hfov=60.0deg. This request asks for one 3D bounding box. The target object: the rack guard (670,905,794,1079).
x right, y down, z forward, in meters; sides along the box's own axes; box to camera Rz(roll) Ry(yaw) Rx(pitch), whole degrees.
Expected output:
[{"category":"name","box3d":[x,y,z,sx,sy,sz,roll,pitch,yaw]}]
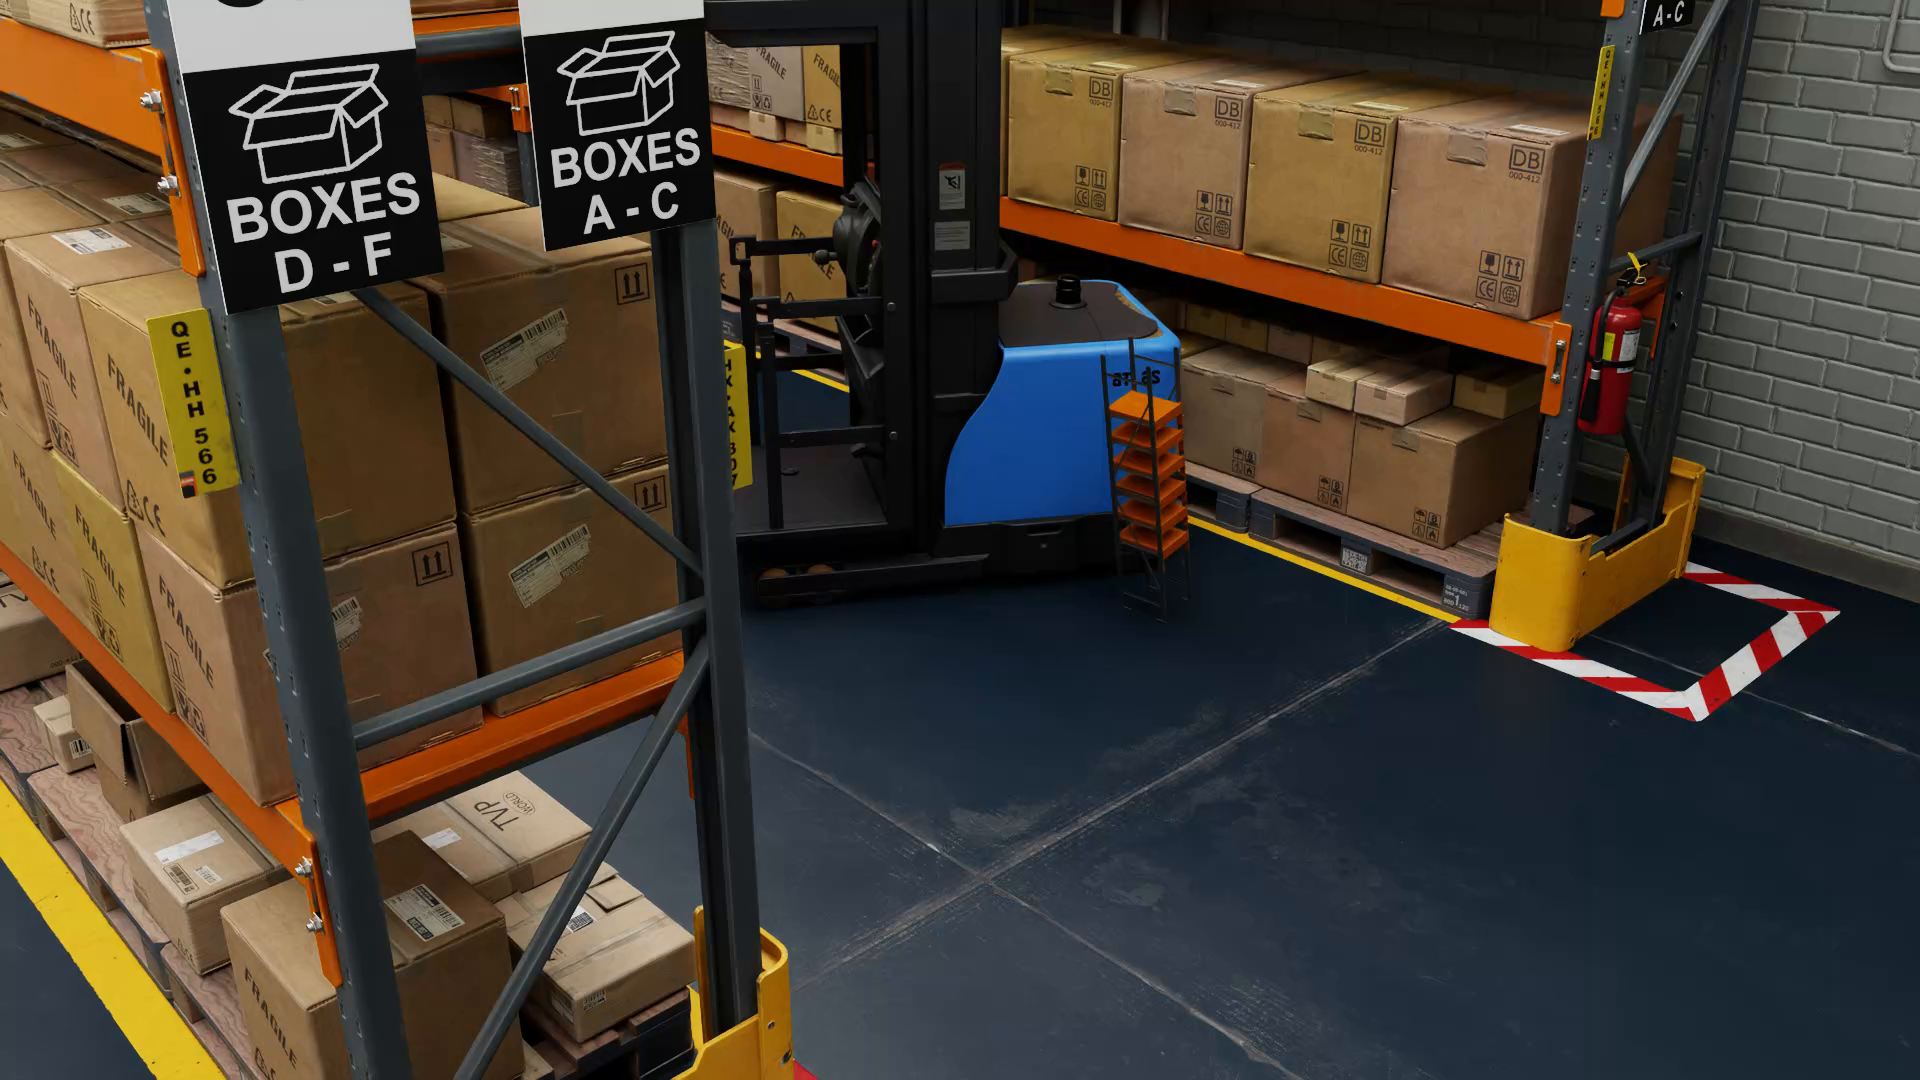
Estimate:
[{"category":"rack guard","box3d":[-0.955,1.400,4.079,1.175,0.500,0.348,-21,32,-38]}]

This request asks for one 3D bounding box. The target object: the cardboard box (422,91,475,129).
[{"category":"cardboard box","box3d":[-3.987,-3.497,13.379,0.500,0.250,0.500,-21,32,-39]}]

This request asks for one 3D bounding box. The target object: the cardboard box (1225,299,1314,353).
[{"category":"cardboard box","box3d":[1.523,-1.056,8.175,0.380,0.149,0.250,-21,32,-38]}]

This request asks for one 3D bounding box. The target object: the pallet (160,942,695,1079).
[{"category":"pallet","box3d":[-1.500,1.290,4.668,1.003,0.211,1.213,-21,32,-38]}]

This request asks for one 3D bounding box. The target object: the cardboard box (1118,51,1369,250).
[{"category":"cardboard box","box3d":[1.335,-1.860,7.851,0.700,0.700,0.980,22,32,39]}]

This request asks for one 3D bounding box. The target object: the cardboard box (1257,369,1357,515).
[{"category":"cardboard box","box3d":[1.817,-0.510,7.759,0.700,0.500,0.500,-21,32,-39]}]

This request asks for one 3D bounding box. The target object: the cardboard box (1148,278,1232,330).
[{"category":"cardboard box","box3d":[1.173,-1.211,8.514,0.380,0.149,0.250,-21,32,-38]}]

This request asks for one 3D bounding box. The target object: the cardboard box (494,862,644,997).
[{"category":"cardboard box","box3d":[-1.109,1.074,4.664,0.380,0.166,0.250,-21,32,-38]}]

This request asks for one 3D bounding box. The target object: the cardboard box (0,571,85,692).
[{"category":"cardboard box","box3d":[-3.508,0.285,6.220,0.500,0.311,0.500,-21,32,-38]}]

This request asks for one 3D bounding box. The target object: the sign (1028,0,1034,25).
[{"category":"sign","box3d":[0.381,-2.920,9.399,0.100,0.325,0.005,-21,32,-38]}]

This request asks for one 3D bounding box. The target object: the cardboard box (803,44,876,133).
[{"category":"cardboard box","box3d":[-0.523,-2.591,9.312,0.500,0.500,0.500,-22,32,-39]}]

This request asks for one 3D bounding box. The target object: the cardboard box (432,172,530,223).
[{"category":"cardboard box","box3d":[-1.377,-0.580,4.083,0.500,0.500,0.500,-21,32,-38]}]

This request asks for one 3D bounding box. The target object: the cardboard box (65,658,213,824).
[{"category":"cardboard box","box3d":[-2.349,0.577,5.349,0.797,0.503,0.637,-21,32,-38]}]

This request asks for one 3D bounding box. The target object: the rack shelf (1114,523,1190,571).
[{"category":"rack shelf","box3d":[0.802,0.010,6.938,0.258,0.103,0.180,20,42,37]}]

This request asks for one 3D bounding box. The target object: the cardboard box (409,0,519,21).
[{"category":"cardboard box","box3d":[-1.068,-1.239,3.418,0.500,0.250,0.500,-21,32,-38]}]

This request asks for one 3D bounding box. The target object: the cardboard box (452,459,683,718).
[{"category":"cardboard box","box3d":[-1.014,0.031,3.948,0.500,0.500,0.500,-20,32,-37]}]

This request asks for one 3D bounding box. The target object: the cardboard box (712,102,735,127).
[{"category":"cardboard box","box3d":[-1.298,-2.647,10.217,0.380,0.149,0.250,-22,33,-40]}]

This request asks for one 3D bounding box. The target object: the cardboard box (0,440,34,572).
[{"category":"cardboard box","box3d":[-2.446,-0.280,4.629,0.500,0.500,0.500,-22,32,-39]}]

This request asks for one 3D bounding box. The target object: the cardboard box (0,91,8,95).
[{"category":"cardboard box","box3d":[-3.102,-1.347,5.763,0.500,0.500,0.500,-21,32,-38]}]

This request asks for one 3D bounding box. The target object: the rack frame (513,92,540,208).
[{"category":"rack frame","box3d":[-2.757,-3.544,11.906,1.000,3.000,0.127,-21,32,-38]}]

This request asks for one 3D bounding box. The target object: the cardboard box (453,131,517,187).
[{"category":"cardboard box","box3d":[-3.555,-3.000,13.193,0.700,0.500,0.500,-21,32,-39]}]

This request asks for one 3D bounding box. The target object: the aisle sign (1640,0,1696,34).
[{"category":"aisle sign","box3d":[2.541,-2.197,5.819,0.394,0.787,0.004,-21,32,-38]}]

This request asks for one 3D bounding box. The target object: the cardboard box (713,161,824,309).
[{"category":"cardboard box","box3d":[-1.172,-1.974,10.547,0.750,0.750,0.750,-20,31,-37]}]

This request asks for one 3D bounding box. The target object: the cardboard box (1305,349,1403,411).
[{"category":"cardboard box","box3d":[1.763,-0.718,7.434,0.380,0.149,0.250,-20,31,-37]}]

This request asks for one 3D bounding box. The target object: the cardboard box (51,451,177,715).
[{"category":"cardboard box","box3d":[-1.765,0.026,3.960,0.500,0.500,0.500,-21,32,-38]}]

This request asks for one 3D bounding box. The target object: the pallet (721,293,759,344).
[{"category":"pallet","box3d":[-1.444,-1.646,11.104,1.003,0.211,1.213,-21,32,-38]}]

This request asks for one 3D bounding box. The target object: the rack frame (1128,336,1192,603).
[{"category":"rack frame","box3d":[0.828,-0.272,6.843,0.240,1.200,0.006,20,42,37]}]

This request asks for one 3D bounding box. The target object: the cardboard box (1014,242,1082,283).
[{"category":"cardboard box","box3d":[0.459,-1.526,9.206,0.380,0.149,0.250,-21,32,-39]}]

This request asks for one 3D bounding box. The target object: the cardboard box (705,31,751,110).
[{"category":"cardboard box","box3d":[-1.216,-2.897,9.984,0.500,0.500,0.500,-21,32,-38]}]

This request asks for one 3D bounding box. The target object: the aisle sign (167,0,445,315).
[{"category":"aisle sign","box3d":[-1.080,-0.790,2.734,0.394,0.787,0.004,-21,32,-38]}]

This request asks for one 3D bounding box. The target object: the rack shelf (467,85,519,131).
[{"category":"rack shelf","box3d":[-4.124,-3.823,13.383,1.077,0.370,4.000,-21,32,-38]}]

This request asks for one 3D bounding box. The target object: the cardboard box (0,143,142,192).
[{"category":"cardboard box","box3d":[-2.463,-0.736,4.424,0.500,0.500,0.500,-20,31,-37]}]

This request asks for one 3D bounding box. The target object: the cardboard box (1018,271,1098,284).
[{"category":"cardboard box","box3d":[0.514,-1.270,8.645,0.380,0.149,0.250,-20,31,-37]}]

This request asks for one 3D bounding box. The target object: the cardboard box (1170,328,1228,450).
[{"category":"cardboard box","box3d":[1.103,-0.821,8.442,0.700,0.500,0.500,-20,31,-37]}]

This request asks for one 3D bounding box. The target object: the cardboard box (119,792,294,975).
[{"category":"cardboard box","box3d":[-2.082,0.945,4.847,0.500,0.250,0.500,-21,32,-38]}]

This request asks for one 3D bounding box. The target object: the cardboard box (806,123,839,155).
[{"category":"cardboard box","box3d":[-0.651,-2.319,9.498,0.380,0.149,0.250,-21,32,-38]}]

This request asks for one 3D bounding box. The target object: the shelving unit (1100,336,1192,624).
[{"category":"shelving unit","box3d":[0.768,-0.230,6.788,0.258,1.200,0.189,20,42,37]}]

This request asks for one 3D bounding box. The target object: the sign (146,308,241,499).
[{"category":"sign","box3d":[-1.322,-0.234,2.872,0.100,0.325,0.005,-21,32,-38]}]

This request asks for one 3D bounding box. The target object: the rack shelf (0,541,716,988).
[{"category":"rack shelf","box3d":[-2.270,0.007,4.987,1.077,0.370,4.000,-21,32,-38]}]

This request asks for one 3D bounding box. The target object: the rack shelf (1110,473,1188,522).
[{"category":"rack shelf","box3d":[0.773,-0.192,6.812,0.258,0.103,0.180,20,42,37]}]

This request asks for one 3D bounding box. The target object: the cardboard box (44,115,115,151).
[{"category":"cardboard box","box3d":[-2.406,-1.040,5.090,0.500,0.500,0.500,-21,32,-38]}]

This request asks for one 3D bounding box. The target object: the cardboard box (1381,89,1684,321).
[{"category":"cardboard box","box3d":[2.355,-1.409,6.863,0.980,0.700,0.700,-20,31,-36]}]

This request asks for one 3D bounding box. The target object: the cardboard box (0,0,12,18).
[{"category":"cardboard box","box3d":[-1.780,-1.246,3.434,0.500,0.250,0.500,-21,32,-38]}]

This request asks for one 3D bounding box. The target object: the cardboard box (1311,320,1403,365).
[{"category":"cardboard box","box3d":[1.873,-0.901,7.836,0.380,0.149,0.250,-21,32,-38]}]

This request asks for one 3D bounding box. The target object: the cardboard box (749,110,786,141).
[{"category":"cardboard box","box3d":[-1.019,-2.474,9.837,0.380,0.149,0.250,-21,32,-38]}]

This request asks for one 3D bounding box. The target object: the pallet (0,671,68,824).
[{"category":"pallet","box3d":[-3.168,0.551,6.288,1.003,0.211,1.213,-21,32,-38]}]

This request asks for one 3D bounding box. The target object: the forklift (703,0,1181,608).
[{"category":"forklift","box3d":[-0.613,-1.280,7.025,3.031,2.935,1.130,-5,25,-11]}]

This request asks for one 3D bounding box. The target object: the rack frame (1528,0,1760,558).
[{"category":"rack frame","box3d":[2.710,-1.121,6.593,1.000,3.000,0.127,-21,32,-38]}]

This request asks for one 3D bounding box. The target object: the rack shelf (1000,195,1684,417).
[{"category":"rack shelf","box3d":[1.343,-1.399,8.070,1.077,0.370,4.000,-21,32,-38]}]

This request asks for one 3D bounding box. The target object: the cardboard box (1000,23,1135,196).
[{"category":"cardboard box","box3d":[0.335,-2.300,8.816,0.980,0.700,0.700,-21,32,-38]}]

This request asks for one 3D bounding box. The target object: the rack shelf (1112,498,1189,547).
[{"category":"rack shelf","box3d":[0.788,-0.091,6.875,0.258,0.103,0.180,20,42,37]}]

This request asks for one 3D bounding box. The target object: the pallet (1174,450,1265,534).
[{"category":"pallet","box3d":[1.277,-0.442,8.464,1.003,0.211,1.213,-21,32,-38]}]

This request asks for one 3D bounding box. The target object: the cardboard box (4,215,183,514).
[{"category":"cardboard box","box3d":[-1.754,-0.424,3.741,0.500,0.500,0.500,-20,31,-37]}]

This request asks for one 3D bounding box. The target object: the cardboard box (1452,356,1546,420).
[{"category":"cardboard box","box3d":[2.390,-0.672,7.334,0.380,0.149,0.250,-21,32,-38]}]

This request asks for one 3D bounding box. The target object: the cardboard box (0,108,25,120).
[{"category":"cardboard box","box3d":[-3.167,-1.048,5.108,0.500,0.500,0.500,-22,33,-40]}]
